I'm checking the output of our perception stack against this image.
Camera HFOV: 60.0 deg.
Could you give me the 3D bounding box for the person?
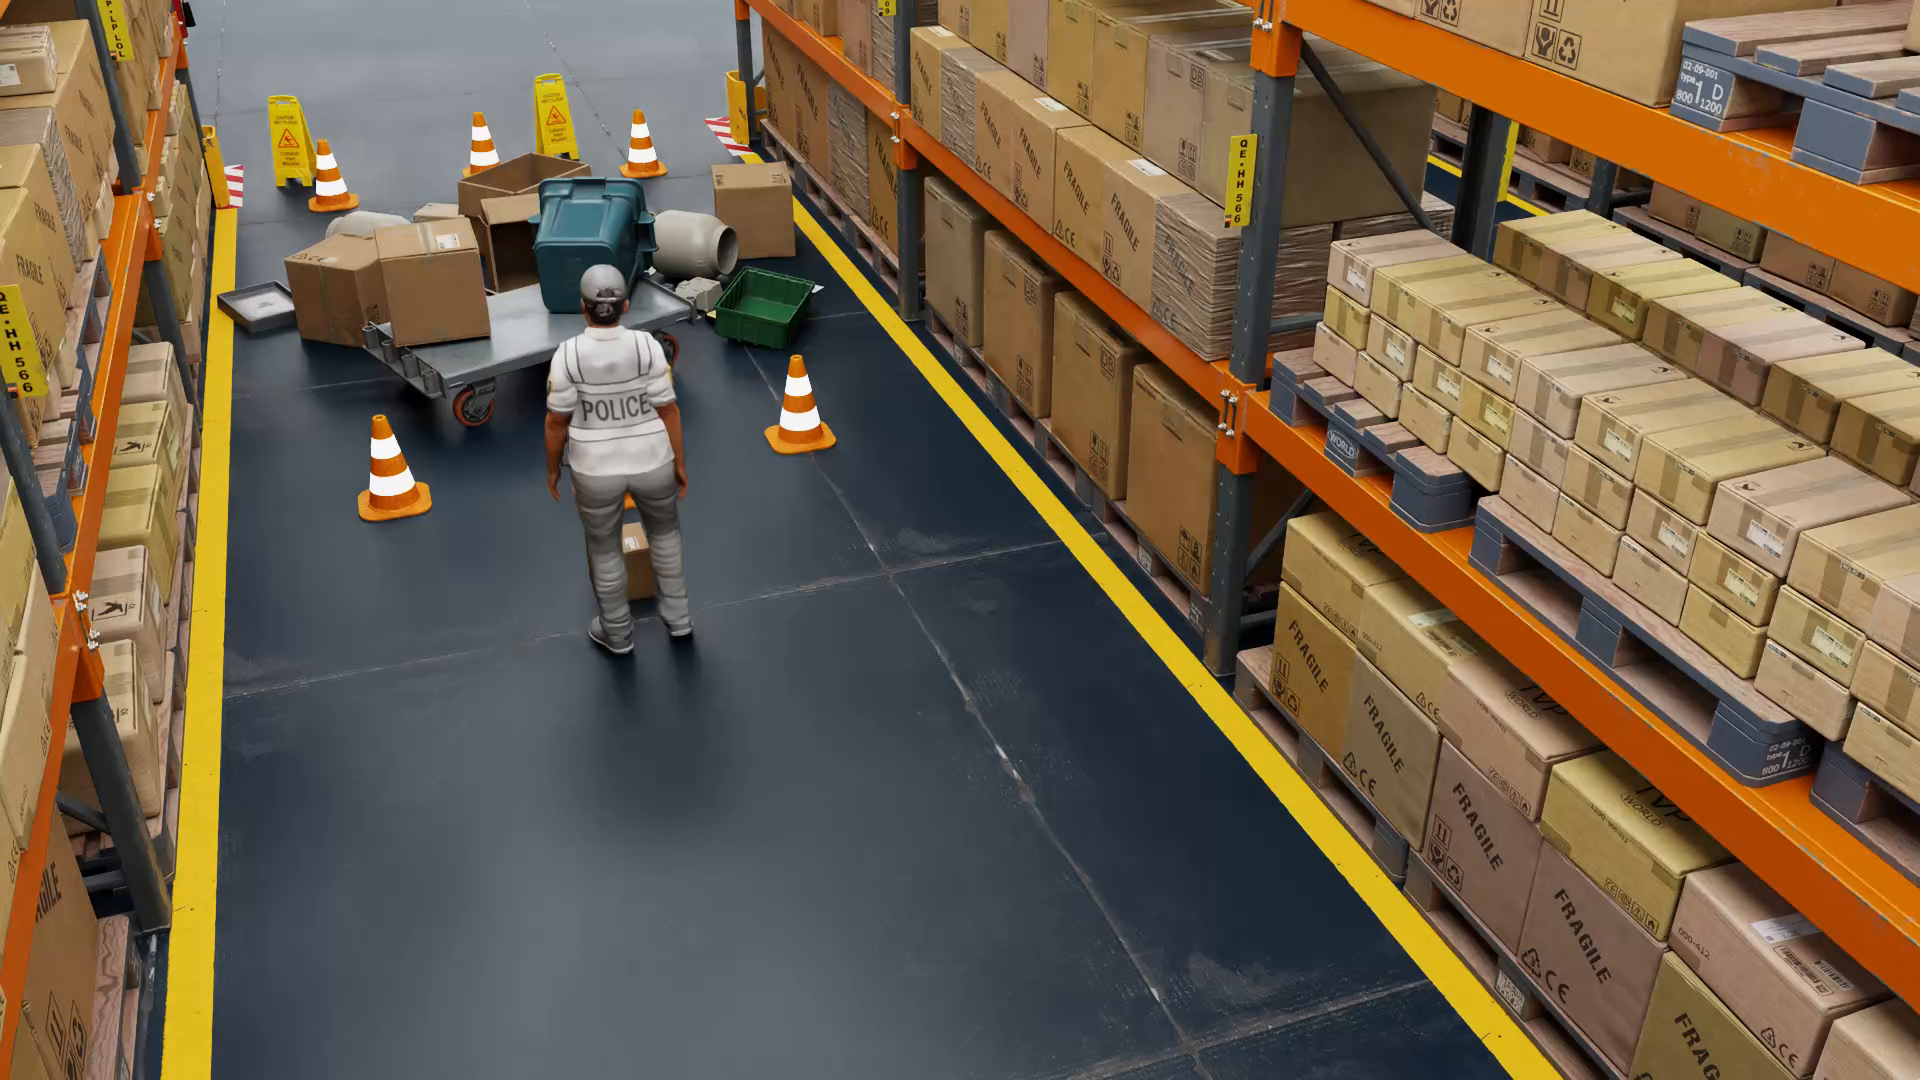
[{"bbox_3d":[-1.364,-0.272,6.610,0.534,1.701,0.395,-10,31,-16],"label":"person"}]
